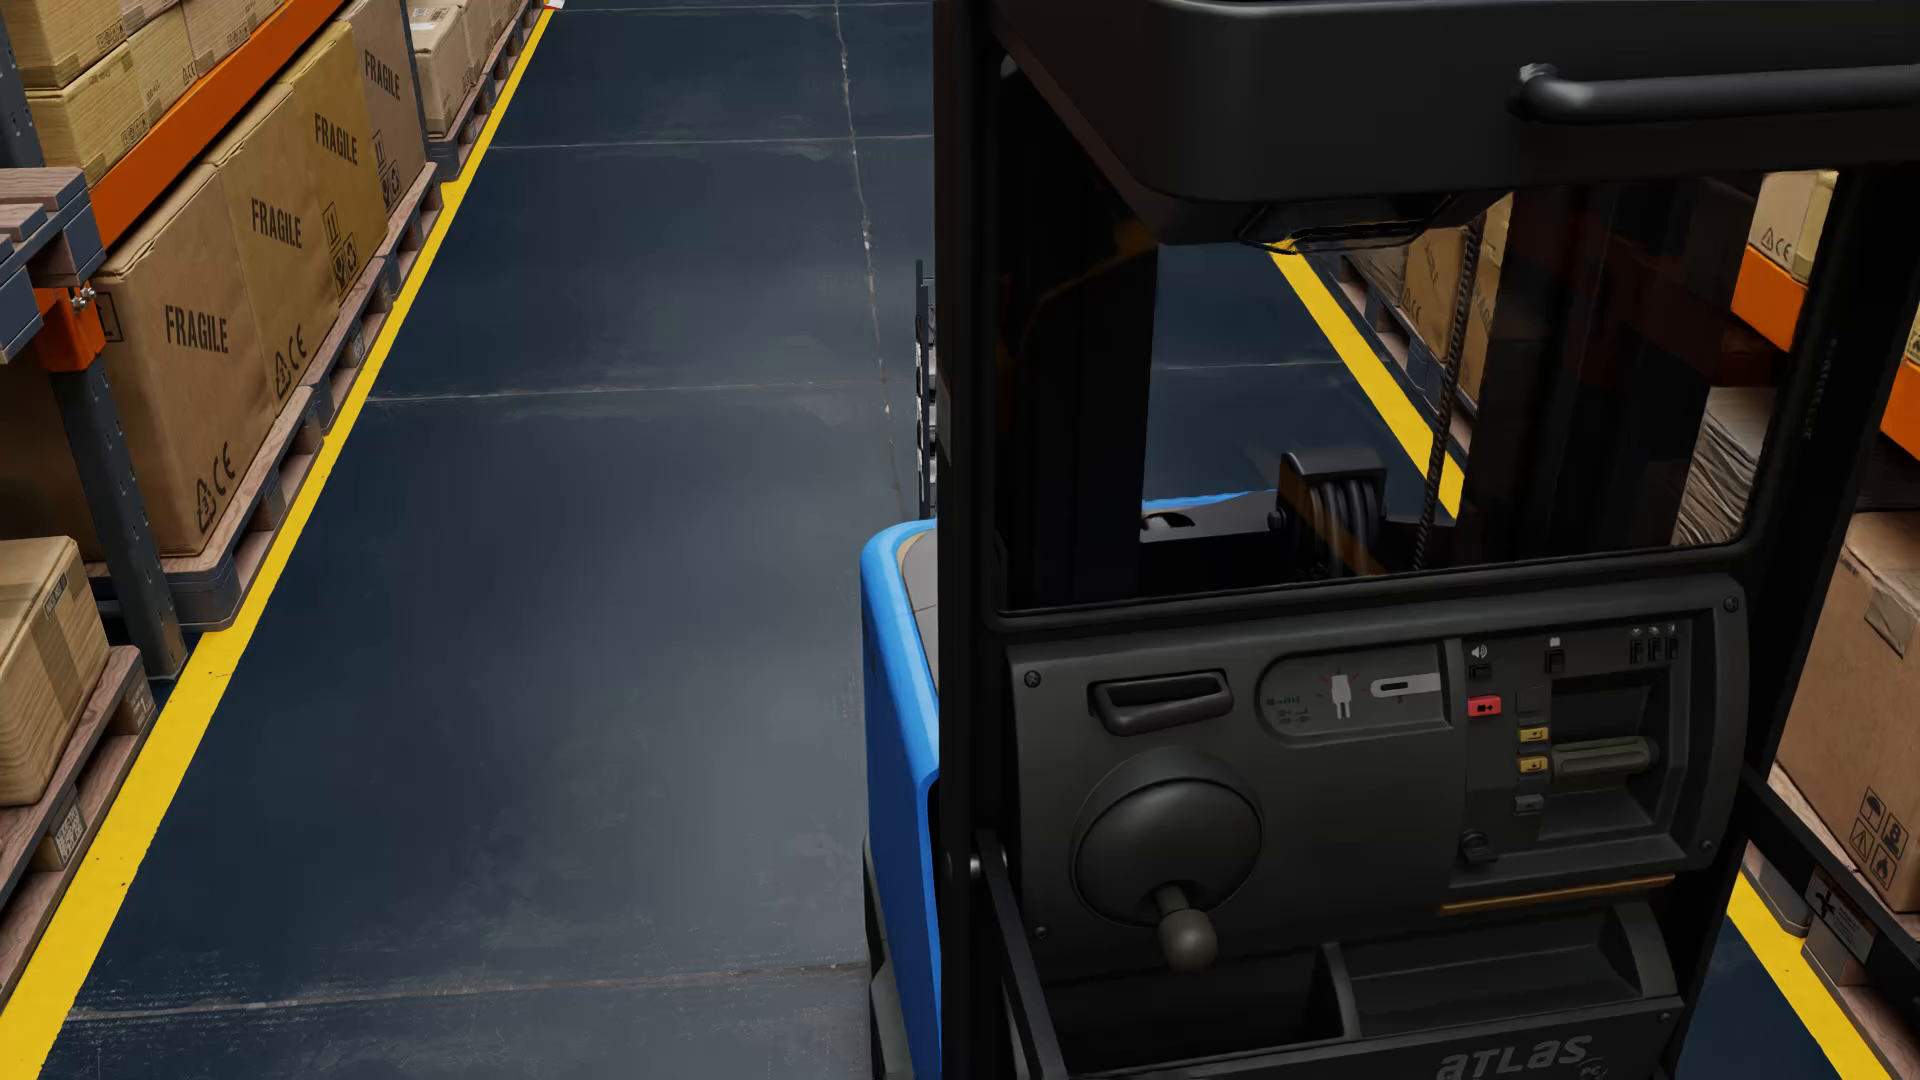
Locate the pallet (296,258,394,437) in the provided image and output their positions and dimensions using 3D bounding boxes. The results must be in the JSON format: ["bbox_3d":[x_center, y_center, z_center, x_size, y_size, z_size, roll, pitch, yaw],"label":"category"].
[{"bbox_3d":[-2.777,-0.731,6.269,1.003,0.211,1.213,-3,31,-5],"label":"pallet"}]

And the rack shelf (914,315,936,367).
[{"bbox_3d":[-0.001,-0.594,4.905,0.258,0.077,0.200,-3,31,-5],"label":"rack shelf"}]

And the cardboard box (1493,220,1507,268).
[{"bbox_3d":[1.919,-0.904,5.234,0.380,0.149,0.250,-4,31,-7],"label":"cardboard box"}]

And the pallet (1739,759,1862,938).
[{"bbox_3d":[2.312,0.479,4.243,1.003,0.211,1.213,-3,31,-5],"label":"pallet"}]

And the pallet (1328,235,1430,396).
[{"bbox_3d":[2.131,-0.948,6.631,1.003,0.211,1.213,-3,31,-5],"label":"pallet"}]

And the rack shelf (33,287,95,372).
[{"bbox_3d":[-2.481,0.429,2.308,1.077,0.370,4.000,-3,31,-5],"label":"rack shelf"}]

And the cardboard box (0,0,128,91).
[{"bbox_3d":[-2.469,-1.322,4.197,0.500,0.250,0.500,-3,31,-5],"label":"cardboard box"}]

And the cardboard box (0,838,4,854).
[{"bbox_3d":[-2.548,0.712,3.286,0.950,0.372,0.625,-3,31,-6],"label":"cardboard box"}]

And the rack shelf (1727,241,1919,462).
[{"bbox_3d":[2.461,0.189,2.710,1.077,0.370,4.000,-3,31,-5],"label":"rack shelf"}]

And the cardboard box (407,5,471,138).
[{"bbox_3d":[-2.993,-2.349,8.347,0.875,0.438,0.875,-3,31,-5],"label":"cardboard box"}]

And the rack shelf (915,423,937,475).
[{"bbox_3d":[-0.001,-0.285,5.089,0.258,0.077,0.200,-3,31,-5],"label":"rack shelf"}]

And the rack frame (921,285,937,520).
[{"bbox_3d":[0.009,-0.339,4.939,0.240,0.900,0.006,-3,31,-5],"label":"rack frame"}]

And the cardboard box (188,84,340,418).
[{"bbox_3d":[-2.729,-0.981,5.630,0.875,0.875,0.875,-2,31,-4],"label":"cardboard box"}]

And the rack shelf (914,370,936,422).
[{"bbox_3d":[-0.001,-0.439,4.997,0.258,0.077,0.200,-3,31,-5],"label":"rack shelf"}]

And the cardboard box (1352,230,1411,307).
[{"bbox_3d":[1.865,-1.241,6.430,0.500,0.500,0.500,-4,31,-6],"label":"cardboard box"}]

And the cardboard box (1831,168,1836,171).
[{"bbox_3d":[2.118,-0.797,3.318,0.500,0.250,0.500,-2,31,-3],"label":"cardboard box"}]

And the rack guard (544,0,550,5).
[{"bbox_3d":[-3.418,-3.925,11.333,1.175,0.500,0.348,-3,31,-5],"label":"rack guard"}]

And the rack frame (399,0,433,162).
[{"bbox_3d":[-3.042,-2.943,7.252,1.000,3.000,0.127,-3,31,-5],"label":"rack frame"}]

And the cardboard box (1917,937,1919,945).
[{"bbox_3d":[2.450,0.695,3.068,0.875,0.625,0.625,-4,31,-7],"label":"cardboard box"}]

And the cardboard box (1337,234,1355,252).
[{"bbox_3d":[1.823,-1.506,6.874,0.500,0.500,0.500,-4,31,-6],"label":"cardboard box"}]

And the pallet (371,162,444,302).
[{"bbox_3d":[-2.895,-1.356,7.314,1.003,0.211,1.213,-3,31,-5],"label":"pallet"}]

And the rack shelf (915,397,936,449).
[{"bbox_3d":[-0.001,-0.362,5.043,0.258,0.077,0.200,-3,31,-5],"label":"rack shelf"}]

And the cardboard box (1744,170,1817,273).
[{"bbox_3d":[2.072,-0.838,3.874,0.500,0.250,0.500,-3,31,-4],"label":"cardboard box"}]

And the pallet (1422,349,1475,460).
[{"bbox_3d":[2.242,-0.327,5.591,1.003,0.211,1.213,-3,31,-5],"label":"pallet"}]

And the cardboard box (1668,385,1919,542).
[{"bbox_3d":[2.318,0.018,4.202,0.875,0.625,0.625,-2,31,-3],"label":"cardboard box"}]

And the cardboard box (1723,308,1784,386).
[{"bbox_3d":[2.513,-0.476,5.151,0.500,0.500,0.500,-2,31,-3],"label":"cardboard box"}]

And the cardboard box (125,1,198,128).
[{"bbox_3d":[-2.529,-1.360,4.748,0.500,0.250,0.500,-4,31,-6],"label":"cardboard box"}]

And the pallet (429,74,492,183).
[{"bbox_3d":[-3.035,-2.138,8.624,1.003,0.211,1.213,-3,31,-5],"label":"pallet"}]

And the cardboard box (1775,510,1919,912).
[{"bbox_3d":[2.387,0.351,3.644,0.875,0.625,0.625,-2,31,-3],"label":"cardboard box"}]

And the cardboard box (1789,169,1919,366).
[{"bbox_3d":[2.114,-0.581,3.444,0.500,0.250,0.500,-3,31,-6],"label":"cardboard box"}]

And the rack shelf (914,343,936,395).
[{"bbox_3d":[-0.001,-0.516,4.951,0.258,0.077,0.200,-3,31,-5],"label":"rack shelf"}]

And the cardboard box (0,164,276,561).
[{"bbox_3d":[-2.650,-0.526,4.868,0.875,0.875,0.875,-3,31,-5],"label":"cardboard box"}]

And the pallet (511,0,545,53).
[{"bbox_3d":[-3.263,-3.384,10.709,1.003,0.211,1.213,-3,31,-5],"label":"pallet"}]

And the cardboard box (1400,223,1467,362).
[{"bbox_3d":[1.932,-0.977,5.988,0.500,0.500,0.500,-1,31,-2],"label":"cardboard box"}]

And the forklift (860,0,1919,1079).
[{"bbox_3d":[0.561,0.330,1.840,1.130,2.935,3.031,-5,31,-9],"label":"forklift"}]

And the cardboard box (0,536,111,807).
[{"bbox_3d":[-2.625,0.336,3.916,0.950,0.372,0.625,-5,31,-8],"label":"cardboard box"}]

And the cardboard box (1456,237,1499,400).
[{"bbox_3d":[1.984,-0.709,5.541,0.500,0.500,0.500,-3,31,-5],"label":"cardboard box"}]

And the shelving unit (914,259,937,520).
[{"bbox_3d":[-0.001,-0.390,5.026,0.258,0.900,0.210,-3,31,-5],"label":"shelving unit"}]

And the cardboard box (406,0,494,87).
[{"bbox_3d":[-3.078,-2.806,9.112,0.875,0.438,0.875,-4,31,-6],"label":"cardboard box"}]

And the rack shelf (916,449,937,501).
[{"bbox_3d":[-0.001,-0.207,5.136,0.258,0.077,0.200,-3,31,-5],"label":"rack shelf"}]

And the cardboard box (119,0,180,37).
[{"bbox_3d":[-2.517,-1.586,4.638,0.500,0.250,0.500,-2,31,-3],"label":"cardboard box"}]

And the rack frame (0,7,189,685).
[{"bbox_3d":[-2.668,-0.901,3.833,1.000,3.000,0.127,-3,31,-5],"label":"rack frame"}]

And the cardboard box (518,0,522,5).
[{"bbox_3d":[-3.254,-3.734,10.665,0.875,0.438,0.875,-4,31,-6],"label":"cardboard box"}]

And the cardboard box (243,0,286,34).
[{"bbox_3d":[-2.622,-1.880,5.618,0.500,0.250,0.500,-3,31,-5],"label":"cardboard box"}]

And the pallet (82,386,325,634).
[{"bbox_3d":[-2.667,-0.110,5.228,1.003,0.211,1.213,-3,31,-5],"label":"pallet"}]

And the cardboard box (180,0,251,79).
[{"bbox_3d":[-2.572,-1.628,5.197,0.500,0.250,0.500,-2,31,-3],"label":"cardboard box"}]

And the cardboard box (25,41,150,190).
[{"bbox_3d":[-2.463,-1.099,4.310,0.500,0.250,0.500,-3,31,-5],"label":"cardboard box"}]

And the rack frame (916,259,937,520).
[{"bbox_3d":[-0.010,-0.442,5.113,0.240,0.900,0.006,-3,31,-5],"label":"rack frame"}]

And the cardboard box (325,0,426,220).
[{"bbox_3d":[-2.904,-1.899,7.166,0.875,0.875,0.875,-2,31,-3],"label":"cardboard box"}]

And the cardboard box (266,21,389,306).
[{"bbox_3d":[-2.812,-1.438,6.394,0.875,0.875,0.875,-2,31,-3],"label":"cardboard box"}]

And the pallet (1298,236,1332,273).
[{"bbox_3d":[2.014,-1.572,7.677,1.003,0.211,1.213,-3,31,-5],"label":"pallet"}]

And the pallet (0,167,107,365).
[{"bbox_3d":[-2.495,-0.460,3.282,1.213,0.211,1.003,-3,31,-5],"label":"pallet"}]

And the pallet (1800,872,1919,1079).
[{"bbox_3d":[2.423,1.100,3.203,1.003,0.211,1.213,-3,31,-5],"label":"pallet"}]

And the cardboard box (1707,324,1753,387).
[{"bbox_3d":[2.020,-0.453,5.112,0.500,0.500,0.500,-2,31,-3],"label":"cardboard box"}]

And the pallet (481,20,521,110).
[{"bbox_3d":[-3.152,-2.762,9.669,1.003,0.211,1.213,-3,31,-5],"label":"pallet"}]

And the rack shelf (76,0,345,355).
[{"bbox_3d":[-2.855,-1.613,5.727,1.077,0.370,4.000,-3,31,-5],"label":"rack shelf"}]

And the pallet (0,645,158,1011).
[{"bbox_3d":[-2.596,0.695,3.880,1.003,0.211,1.213,-3,31,-5],"label":"pallet"}]

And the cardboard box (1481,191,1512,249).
[{"bbox_3d":[1.938,-1.041,5.463,0.380,0.149,0.250,-4,31,-6],"label":"cardboard box"}]

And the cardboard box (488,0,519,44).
[{"bbox_3d":[-3.160,-3.267,9.883,0.875,0.438,0.875,-2,31,-3],"label":"cardboard box"}]
